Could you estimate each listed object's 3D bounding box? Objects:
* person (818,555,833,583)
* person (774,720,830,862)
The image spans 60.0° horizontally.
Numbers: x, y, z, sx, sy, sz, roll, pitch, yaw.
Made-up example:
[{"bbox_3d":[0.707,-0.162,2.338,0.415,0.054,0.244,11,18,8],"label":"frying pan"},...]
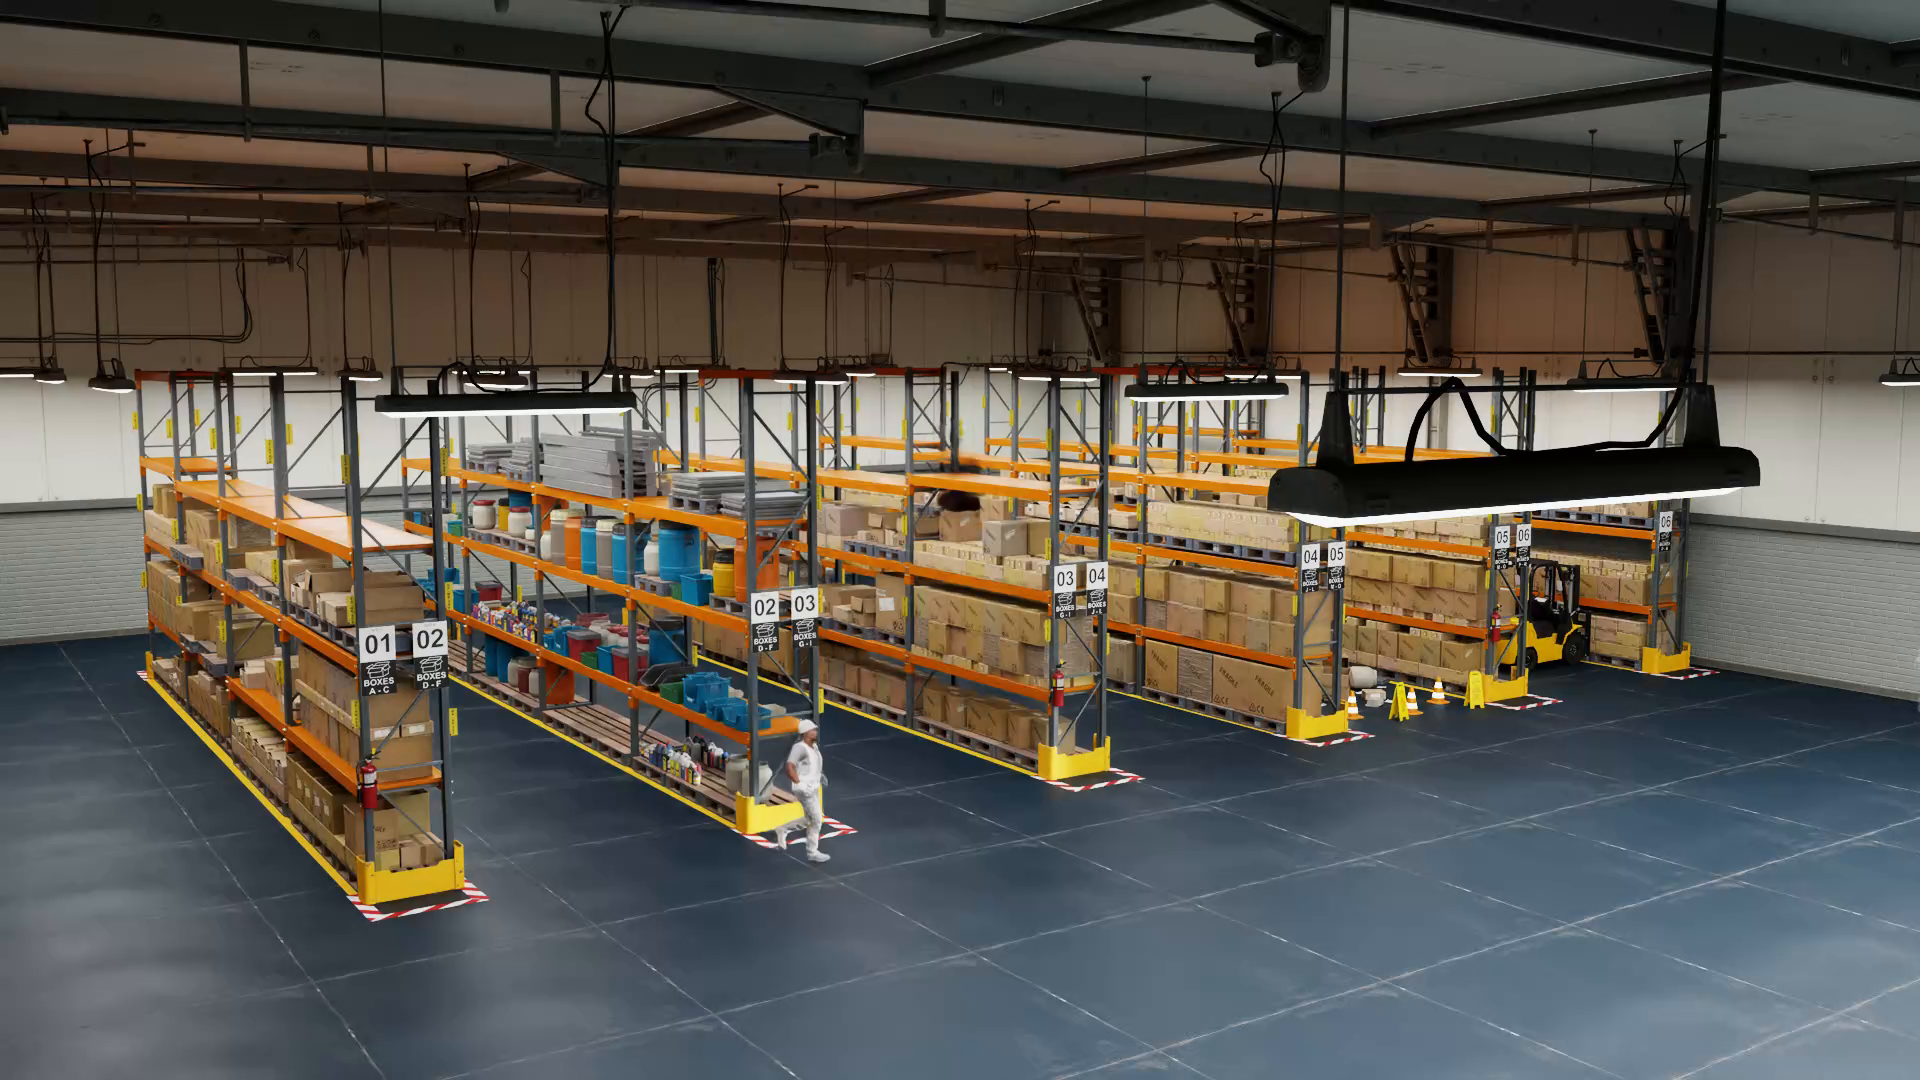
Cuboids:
[{"bbox_3d":[-3.434,0.733,42.045,0.624,1.741,0.686,-4,8,-34],"label":"person"},{"bbox_3d":[-1.952,3.122,20.879,0.773,1.735,0.731,1,7,13],"label":"person"}]
